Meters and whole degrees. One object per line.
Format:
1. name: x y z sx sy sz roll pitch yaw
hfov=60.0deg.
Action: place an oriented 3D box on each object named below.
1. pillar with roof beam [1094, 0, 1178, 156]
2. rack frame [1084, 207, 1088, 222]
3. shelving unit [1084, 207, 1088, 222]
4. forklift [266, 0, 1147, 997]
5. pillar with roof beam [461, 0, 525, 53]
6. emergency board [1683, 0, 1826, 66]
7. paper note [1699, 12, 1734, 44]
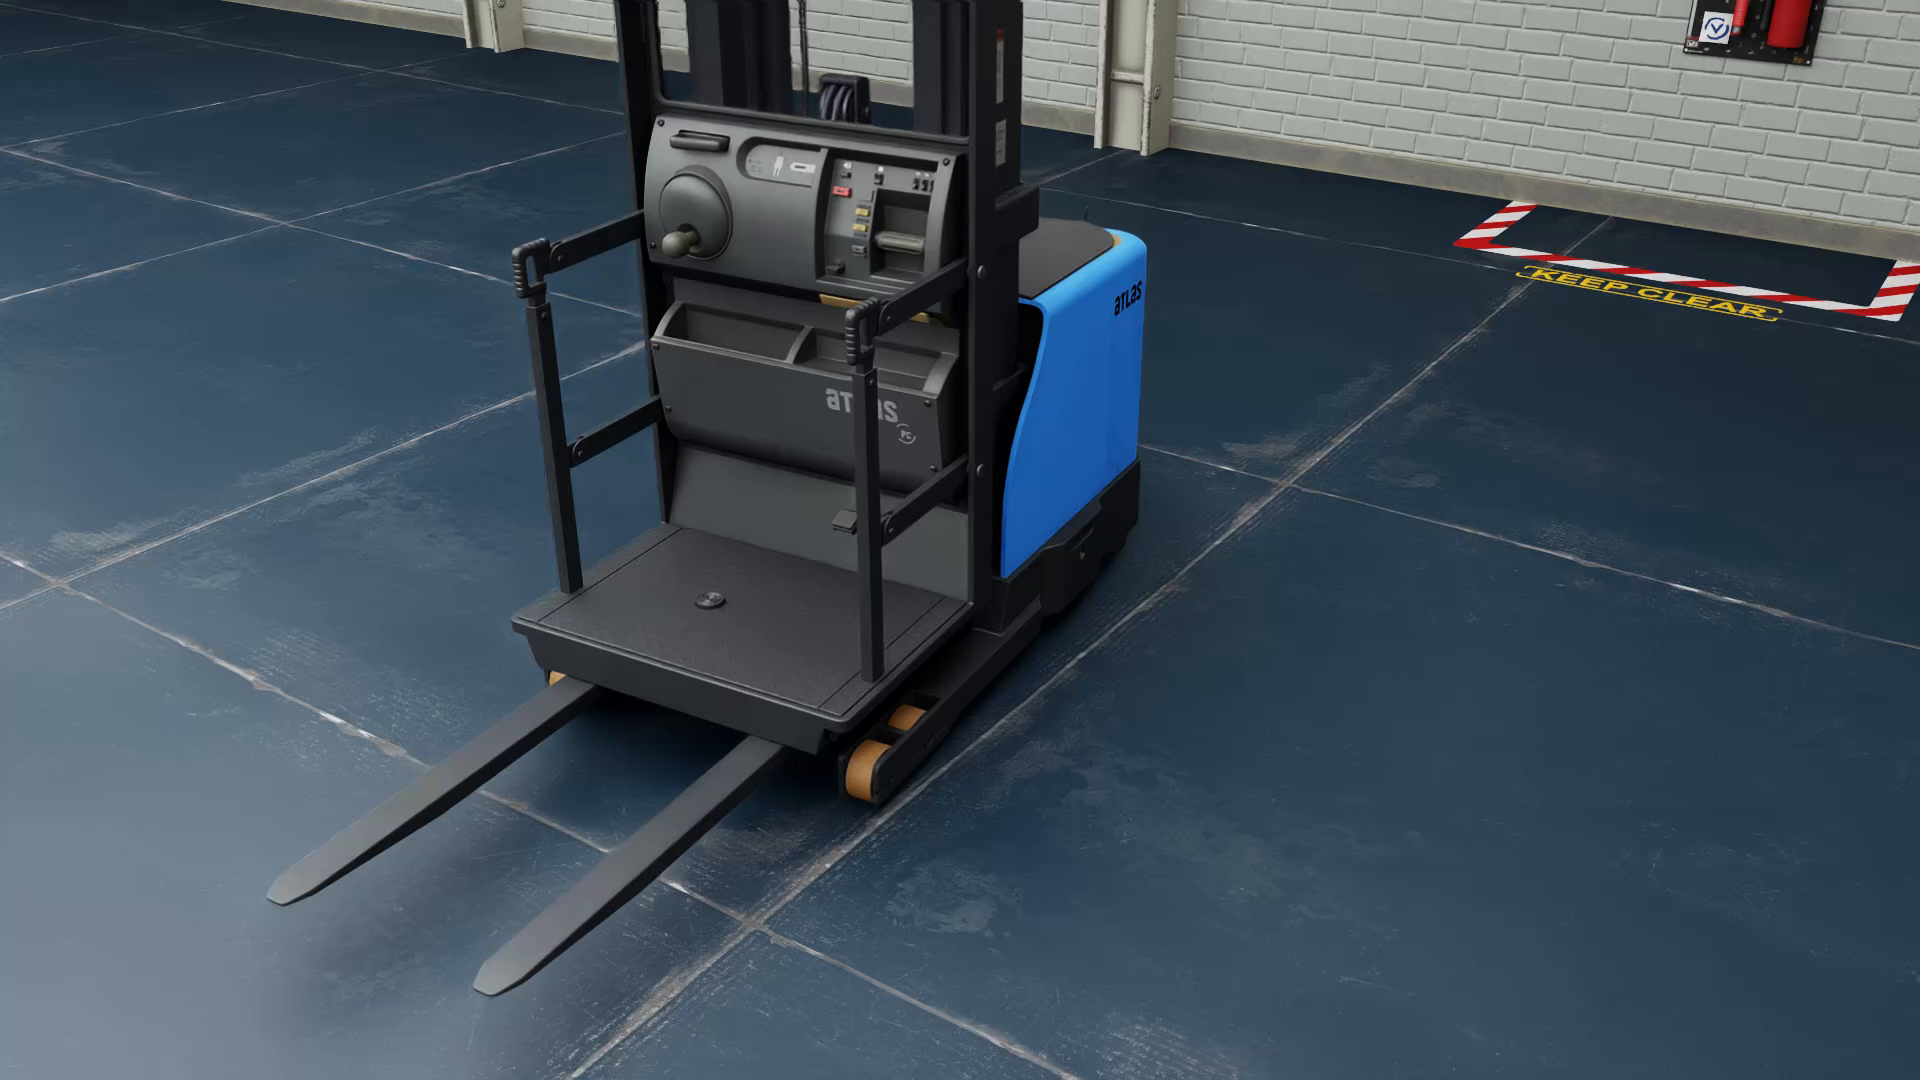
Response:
1. pillar with roof beam: -1.326 -4.942 5.540 0.400 9.000 9.100 17 32 30
2. rack frame: 0.387 -0.626 5.823 0.008 1.050 0.200 14 30 25
3. shelving unit: 0.279 -0.653 5.875 0.252 1.050 0.215 14 30 25
4. forklift: -0.532 -0.845 4.180 1.130 2.935 3.031 14 30 25
5. pillar with roof beam: -6.272 -6.483 8.567 0.400 9.000 9.100 17 32 30
6. emergency board: 4.041 -2.986 8.310 0.643 1.169 0.194 17 32 30
7. paper note: 3.934 -2.665 8.650 0.142 0.148 0.016 17 32 30
